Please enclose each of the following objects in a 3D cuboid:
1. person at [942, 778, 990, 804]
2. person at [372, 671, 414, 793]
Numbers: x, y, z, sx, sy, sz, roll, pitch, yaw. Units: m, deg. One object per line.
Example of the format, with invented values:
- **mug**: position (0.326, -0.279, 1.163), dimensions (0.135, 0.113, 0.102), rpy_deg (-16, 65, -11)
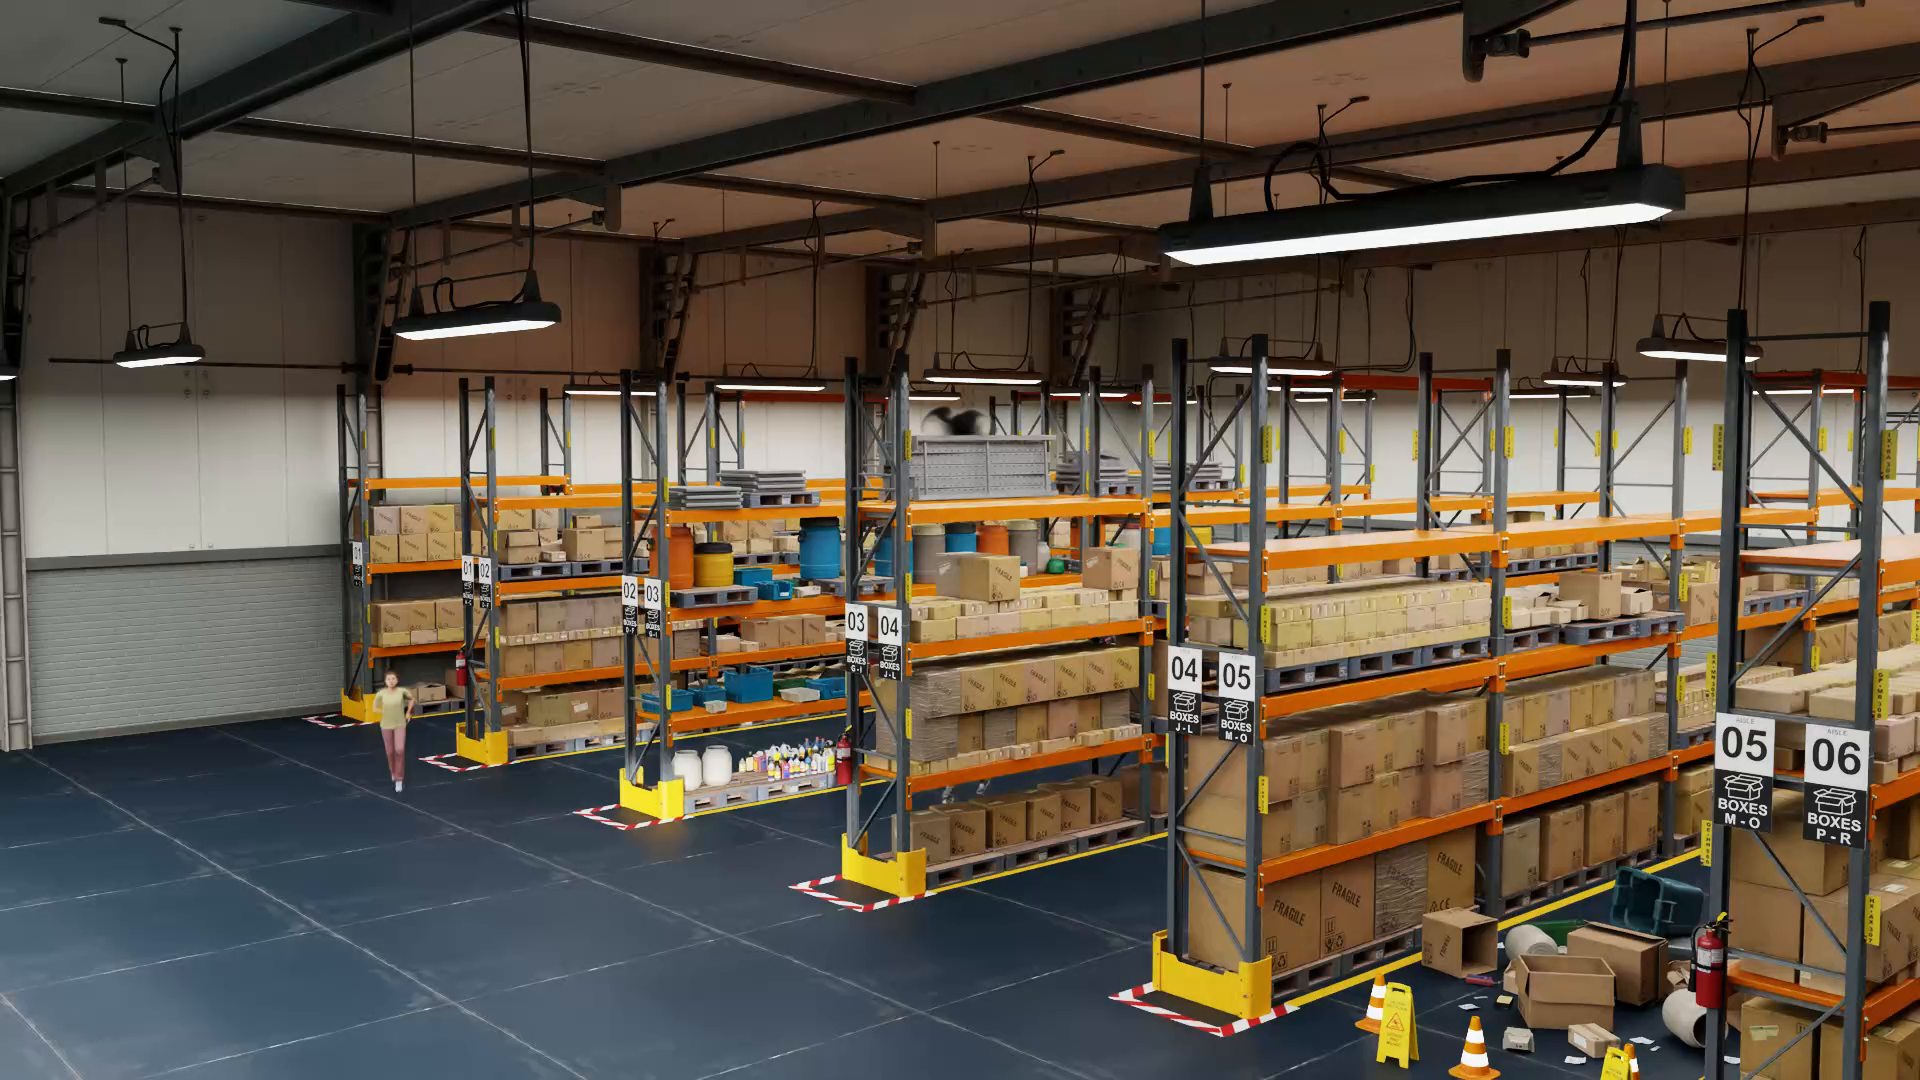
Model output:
- **person**: position (0.094, 2.815, 22.966), dimensions (0.540, 1.470, 0.911), rpy_deg (3, 5, 39)
- **person**: position (-8.215, 2.747, 24.094), dimensions (0.565, 1.723, 0.818), rpy_deg (-1, 4, -14)
